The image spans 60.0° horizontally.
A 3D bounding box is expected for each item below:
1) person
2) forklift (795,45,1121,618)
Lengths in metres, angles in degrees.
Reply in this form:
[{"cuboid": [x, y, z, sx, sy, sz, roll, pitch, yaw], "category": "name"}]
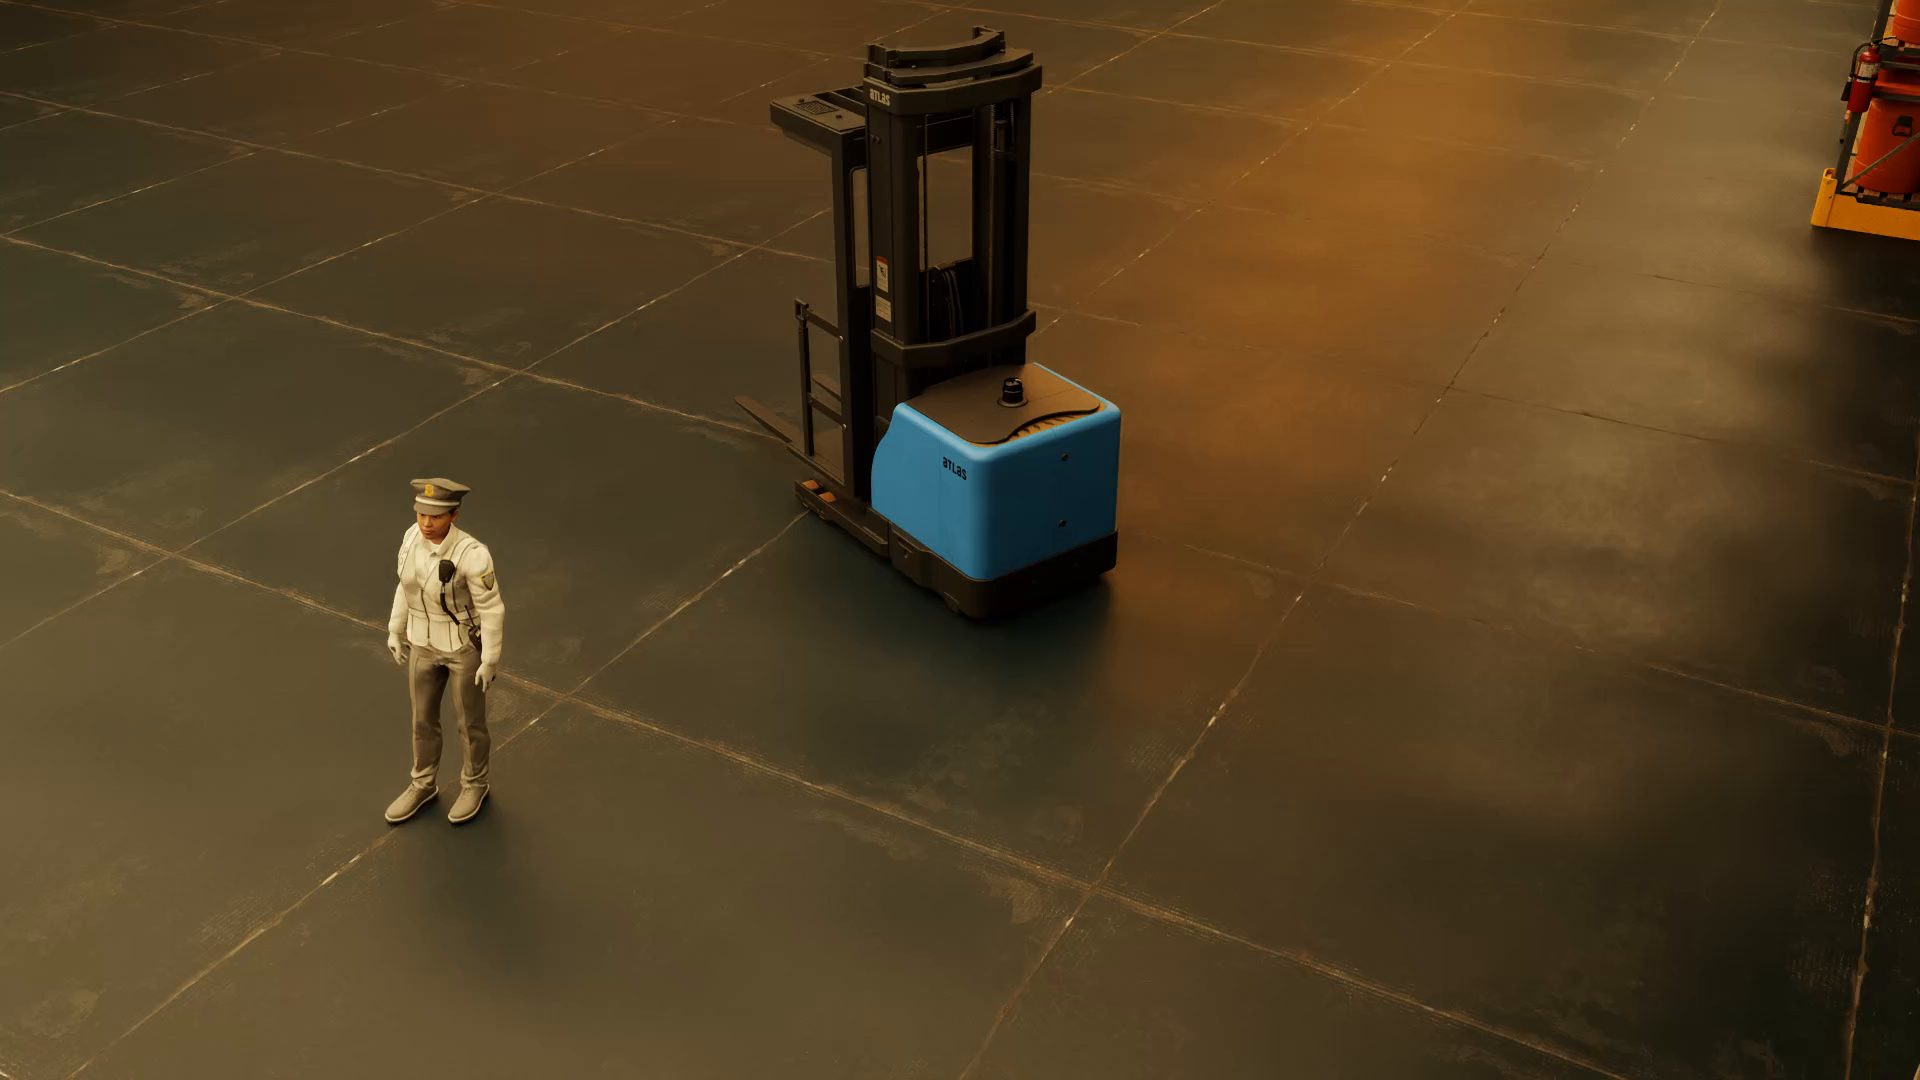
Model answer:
[{"cuboid": [-2.336, 0.529, 7.419, 0.570, 1.654, 0.500, 12, 32, 19], "category": "person"}, {"cuboid": [-0.046, -1.274, 9.341, 1.129, 2.867, 1.939, -20, 35, -31], "category": "forklift"}]
